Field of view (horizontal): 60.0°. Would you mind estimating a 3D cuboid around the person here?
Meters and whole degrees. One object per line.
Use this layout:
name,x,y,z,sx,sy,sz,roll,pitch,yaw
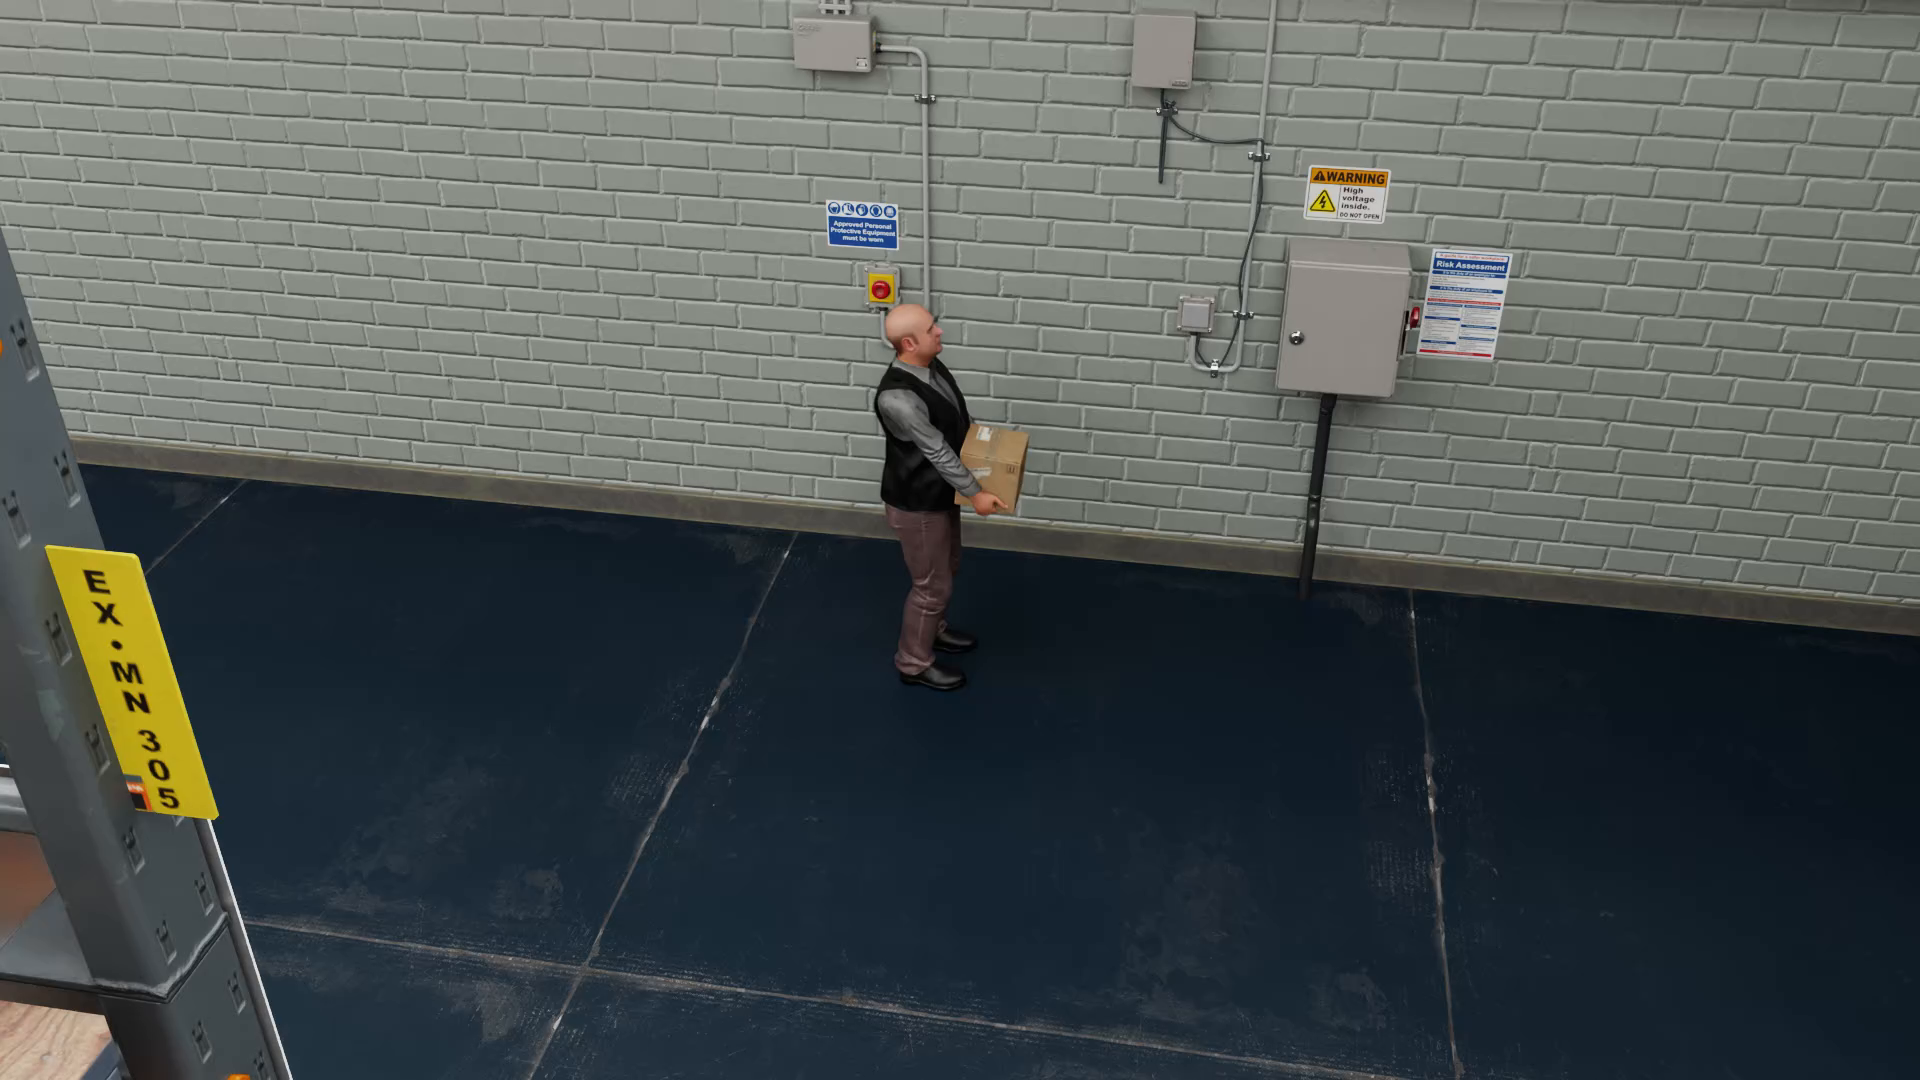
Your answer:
person,-0.051,-0.179,6.954,0.551,1.711,0.494,5,33,8
